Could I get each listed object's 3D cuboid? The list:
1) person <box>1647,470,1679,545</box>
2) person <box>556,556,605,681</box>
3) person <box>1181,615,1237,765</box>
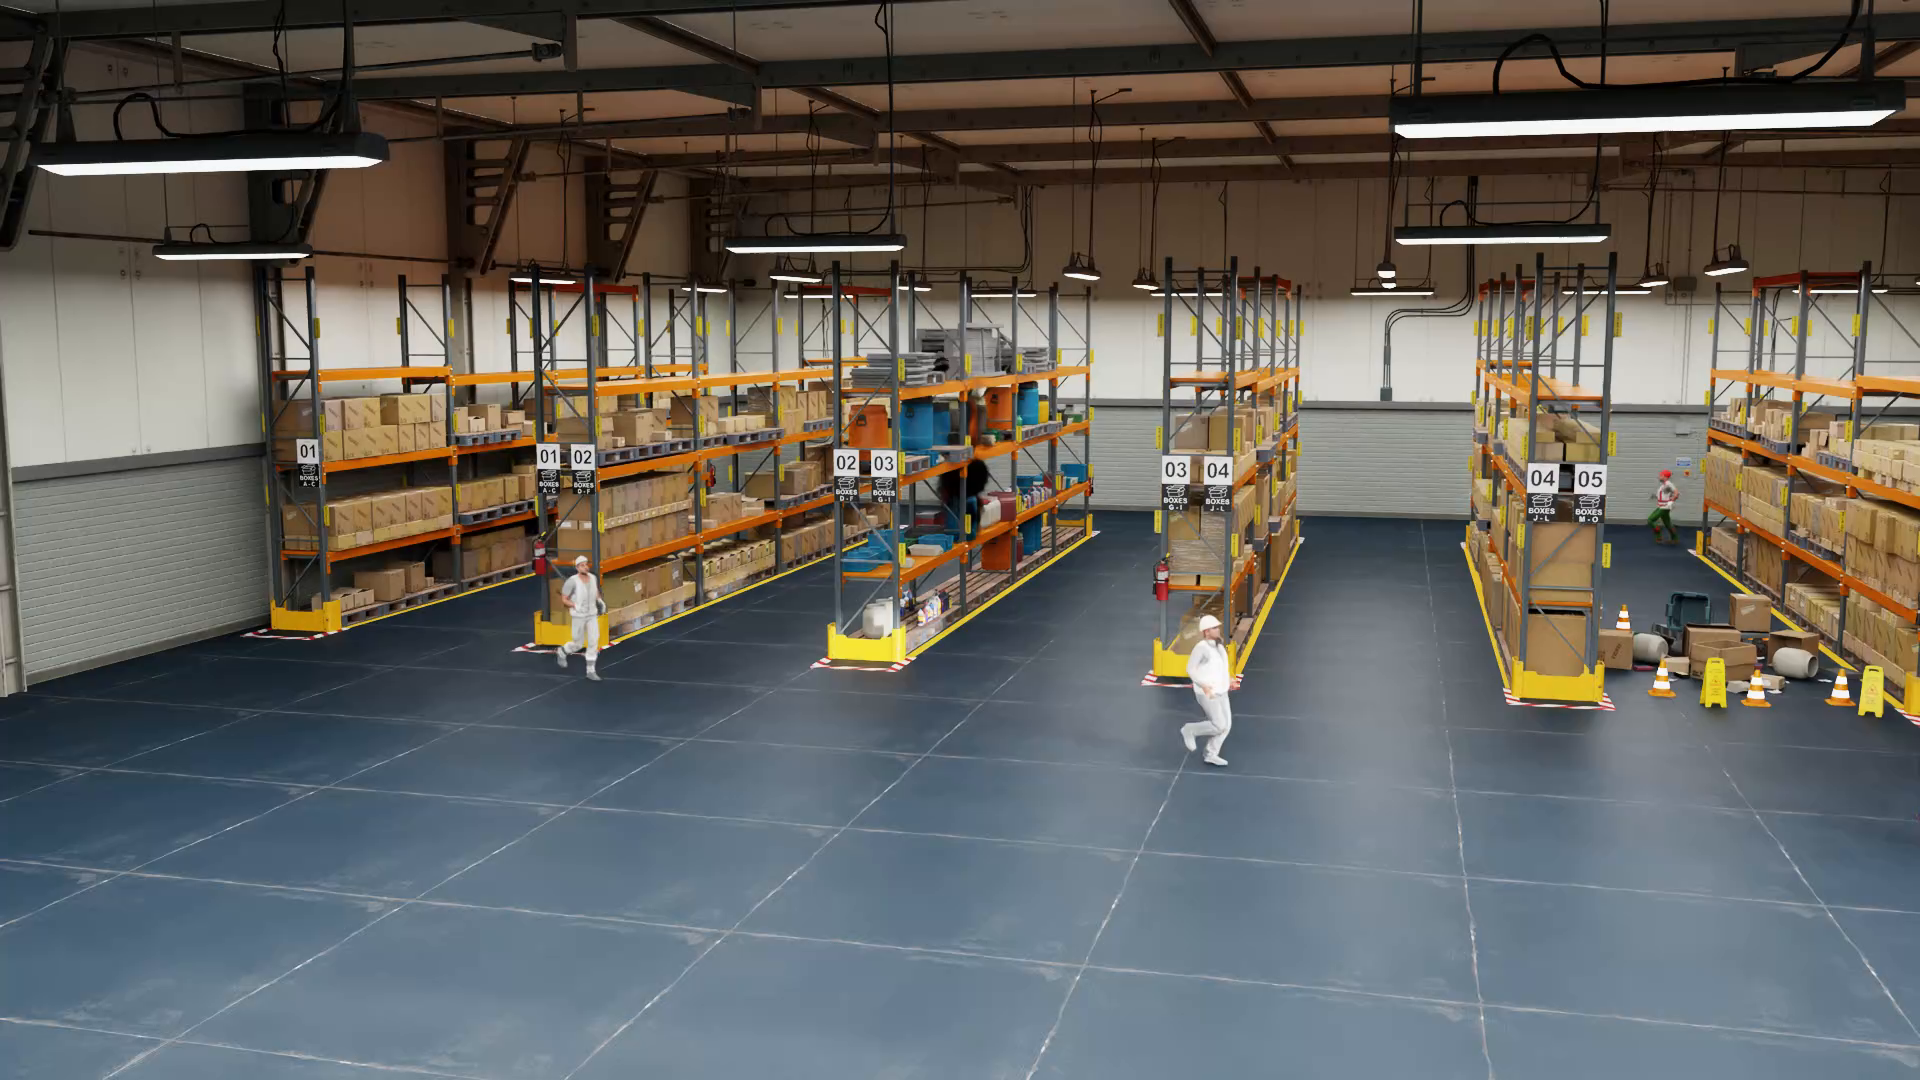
[{"bbox_3d":[16.264,-0.732,38.387,0.709,1.786,0.724,3,8,22],"label":"person"},{"bbox_3d":[-5.444,1.104,23.943,0.664,1.781,0.886,-7,10,-44],"label":"person"},{"bbox_3d":[2.874,1.728,19.191,0.586,1.729,0.659,6,9,39],"label":"person"}]
